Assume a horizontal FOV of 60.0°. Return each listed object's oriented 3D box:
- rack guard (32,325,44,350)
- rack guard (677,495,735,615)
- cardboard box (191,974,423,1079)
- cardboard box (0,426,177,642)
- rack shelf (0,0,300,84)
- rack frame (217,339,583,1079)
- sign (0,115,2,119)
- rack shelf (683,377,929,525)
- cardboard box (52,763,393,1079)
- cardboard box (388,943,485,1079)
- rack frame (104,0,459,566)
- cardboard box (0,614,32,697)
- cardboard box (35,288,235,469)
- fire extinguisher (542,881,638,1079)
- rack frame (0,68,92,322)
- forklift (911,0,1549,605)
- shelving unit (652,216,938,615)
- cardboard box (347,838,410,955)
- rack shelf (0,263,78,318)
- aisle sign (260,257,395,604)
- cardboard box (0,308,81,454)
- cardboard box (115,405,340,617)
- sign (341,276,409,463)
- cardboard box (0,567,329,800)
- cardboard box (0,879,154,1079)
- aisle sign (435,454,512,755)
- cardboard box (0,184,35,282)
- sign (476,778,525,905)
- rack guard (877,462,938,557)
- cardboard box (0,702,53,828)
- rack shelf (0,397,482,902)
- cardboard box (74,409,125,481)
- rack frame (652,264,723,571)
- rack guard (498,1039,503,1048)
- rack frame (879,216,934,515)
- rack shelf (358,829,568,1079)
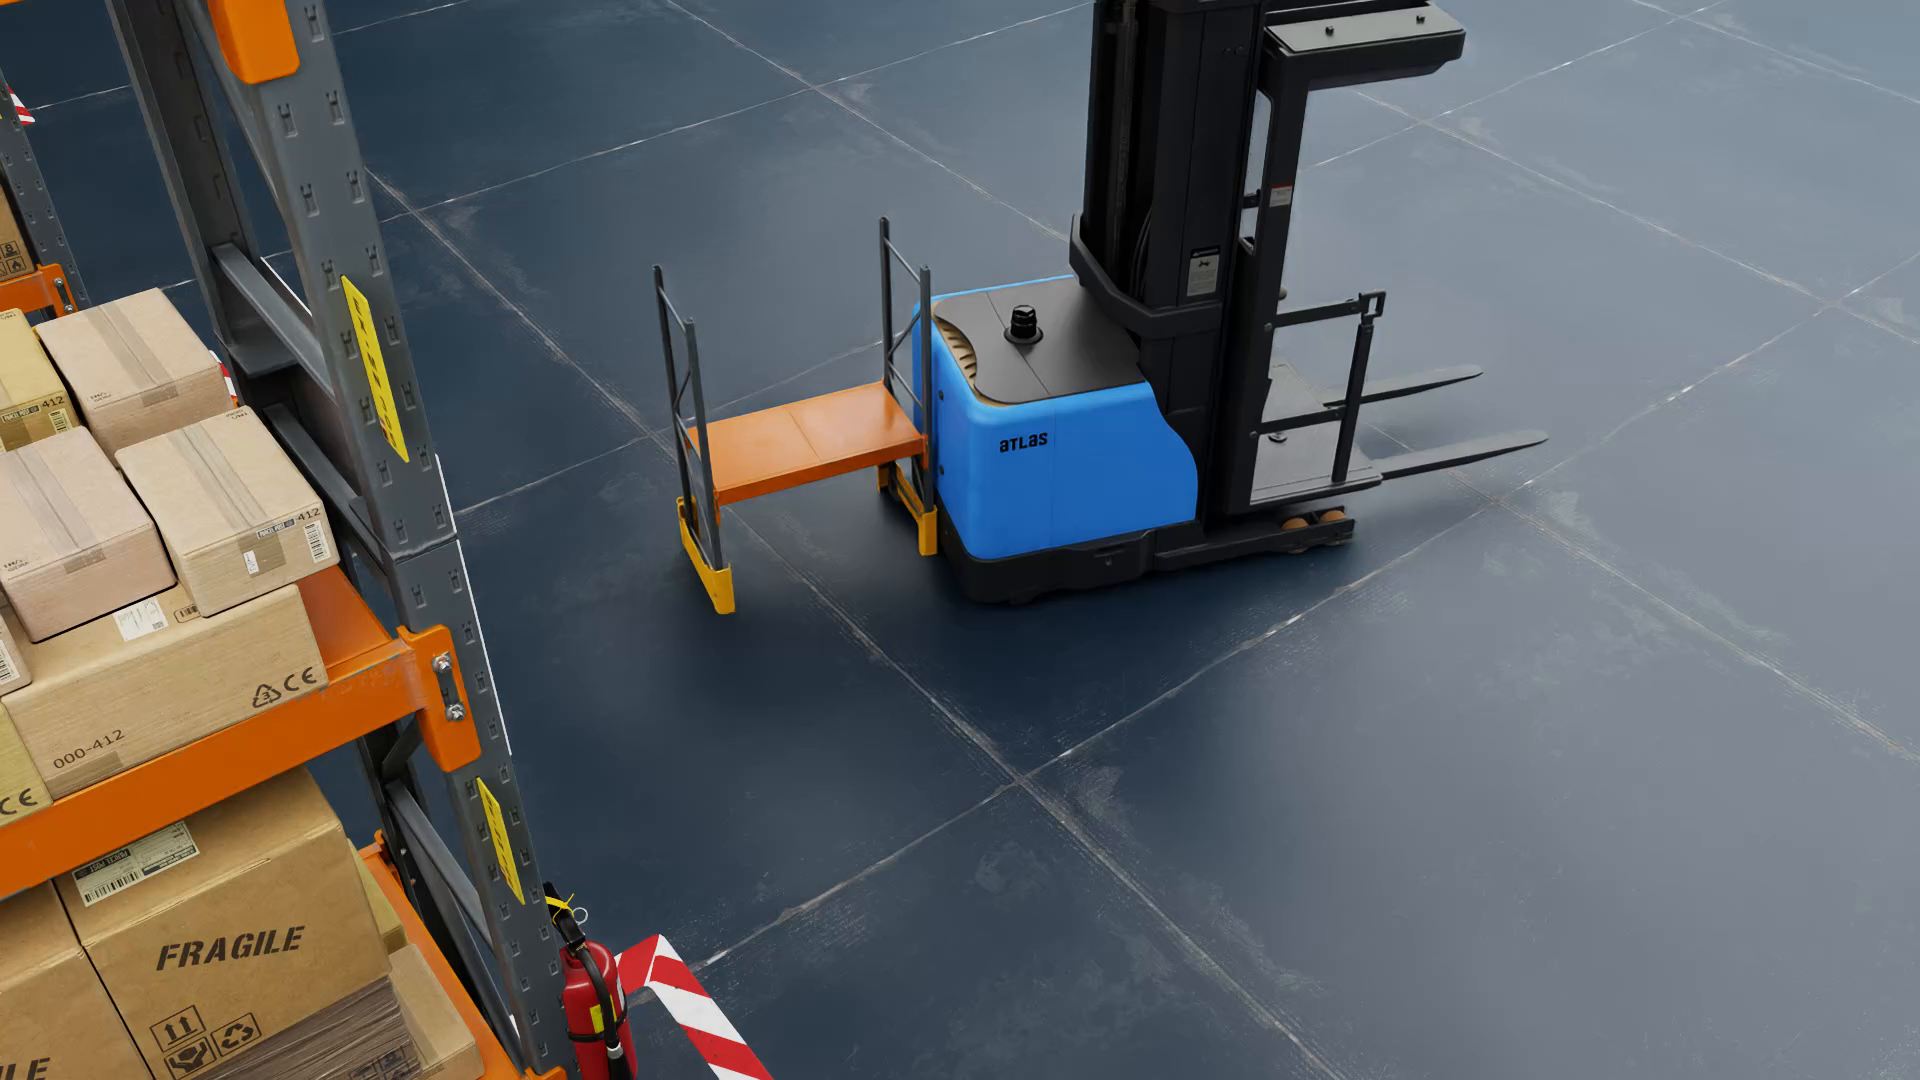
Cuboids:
[{"bbox_3d":[-4.229,-0.645,8.275,0.348,0.500,1.175,-26,46,-28],"label":"rack guard"},{"bbox_3d":[-1.164,0.062,7.611,0.087,0.250,0.587,-16,42,-18],"label":"rack guard"},{"bbox_3d":[-1.759,0.977,4.014,0.500,0.500,0.875,-26,46,-28],"label":"cardboard box"},{"bbox_3d":[-1.614,-0.018,2.980,0.250,0.149,0.380,-28,47,-29],"label":"cardboard box"},{"bbox_3d":[-2.892,-0.335,1.767,4.000,0.370,1.077,-26,46,-28],"label":"rack shelf"},{"bbox_3d":[-1.306,0.932,4.383,0.127,3.000,1.000,-26,46,-28],"label":"rack frame"},{"bbox_3d":[-3.929,-1.863,6.689,0.005,0.325,0.100,-26,46,-28],"label":"sign"},{"bbox_3d":[-0.701,-0.413,7.488,1.000,0.185,0.538,-16,42,-18],"label":"rack shelf"},{"bbox_3d":[-1.592,0.728,3.529,0.500,0.500,0.500,-26,46,-28],"label":"cardboard box"},{"bbox_3d":[-1.406,1.243,4.202,0.250,0.149,0.380,-26,46,-28],"label":"cardboard box"},{"bbox_3d":[-1.306,-1.388,2.480,0.127,3.000,1.000,-26,46,-28],"label":"rack frame"},{"bbox_3d":[-1.764,0.142,2.784,0.250,0.149,0.380,-28,47,-30],"label":"cardboard box"},{"bbox_3d":[-1.665,-0.334,3.365,0.250,0.149,0.380,-26,46,-28],"label":"cardboard box"},{"bbox_3d":[-0.934,1.149,4.179,0.183,0.674,0.296,-26,46,-28],"label":"fire extinguisher"},{"bbox_3d":[-4.248,-1.602,7.471,0.127,3.000,1.000,-26,46,-28],"label":"rack frame"},{"bbox_3d":[1.342,-1.379,7.254,3.031,2.935,1.130,-11,41,-13],"label":"forklift"},{"bbox_3d":[-0.709,-0.550,7.371,1.083,1.500,0.587,-16,42,-18],"label":"shelving unit"},{"bbox_3d":[-1.677,1.019,4.474,0.250,0.149,0.380,-26,46,-28],"label":"cardboard box"},{"bbox_3d":[-5.834,-0.551,6.757,4.000,0.370,1.077,-26,46,-28],"label":"rack shelf"},{"bbox_3d":[-1.440,-0.248,3.771,0.004,0.787,0.394,-26,46,-28],"label":"aisle sign"},{"bbox_3d":[-1.930,-0.283,3.302,0.250,0.149,0.380,-25,45,-27],"label":"cardboard box"},{"bbox_3d":[-1.336,-0.060,3.030,0.250,0.149,0.380,-26,46,-28],"label":"cardboard box"},{"bbox_3d":[-0.984,-0.284,2.801,0.005,0.325,0.100,-26,46,-28],"label":"sign"},{"bbox_3d":[-1.534,0.144,3.096,0.500,0.250,0.500,-25,45,-27],"label":"cardboard box"},{"bbox_3d":[-1.985,0.924,3.290,0.500,0.500,0.500,-26,46,-28],"label":"cardboard box"},{"bbox_3d":[-1.074,0.053,3.404,0.004,0.787,0.394,-26,46,-28],"label":"aisle sign"},{"bbox_3d":[-4.515,-1.494,7.221,0.550,0.550,0.875,-26,46,-28],"label":"cardboard box"},{"bbox_3d":[-0.984,0.649,3.566,0.005,0.325,0.100,-26,46,-28],"label":"sign"},{"bbox_3d":[-0.255,-0.196,7.925,0.087,0.250,0.587,-16,42,-18],"label":"rack guard"},{"bbox_3d":[-1.928,0.338,2.859,0.500,0.250,0.500,-26,46,-28],"label":"cardboard box"},{"bbox_3d":[-2.892,0.823,2.717,4.000,0.370,1.077,-26,46,-28],"label":"rack shelf"},{"bbox_3d":[-1.846,-0.114,3.411,0.500,0.250,0.500,-25,45,-27],"label":"cardboard box"},{"bbox_3d":[-1.165,-0.421,7.214,0.032,1.500,0.500,-16,42,-18],"label":"rack frame"},{"bbox_3d":[-1.366,1.927,5.140,0.348,0.500,1.175,-26,46,-28],"label":"rack guard"},{"bbox_3d":[-0.237,-0.684,7.535,0.032,1.500,0.500,-16,42,-18],"label":"rack frame"},{"bbox_3d":[-2.892,1.983,3.669,4.000,0.370,1.077,-26,46,-28],"label":"rack shelf"}]
